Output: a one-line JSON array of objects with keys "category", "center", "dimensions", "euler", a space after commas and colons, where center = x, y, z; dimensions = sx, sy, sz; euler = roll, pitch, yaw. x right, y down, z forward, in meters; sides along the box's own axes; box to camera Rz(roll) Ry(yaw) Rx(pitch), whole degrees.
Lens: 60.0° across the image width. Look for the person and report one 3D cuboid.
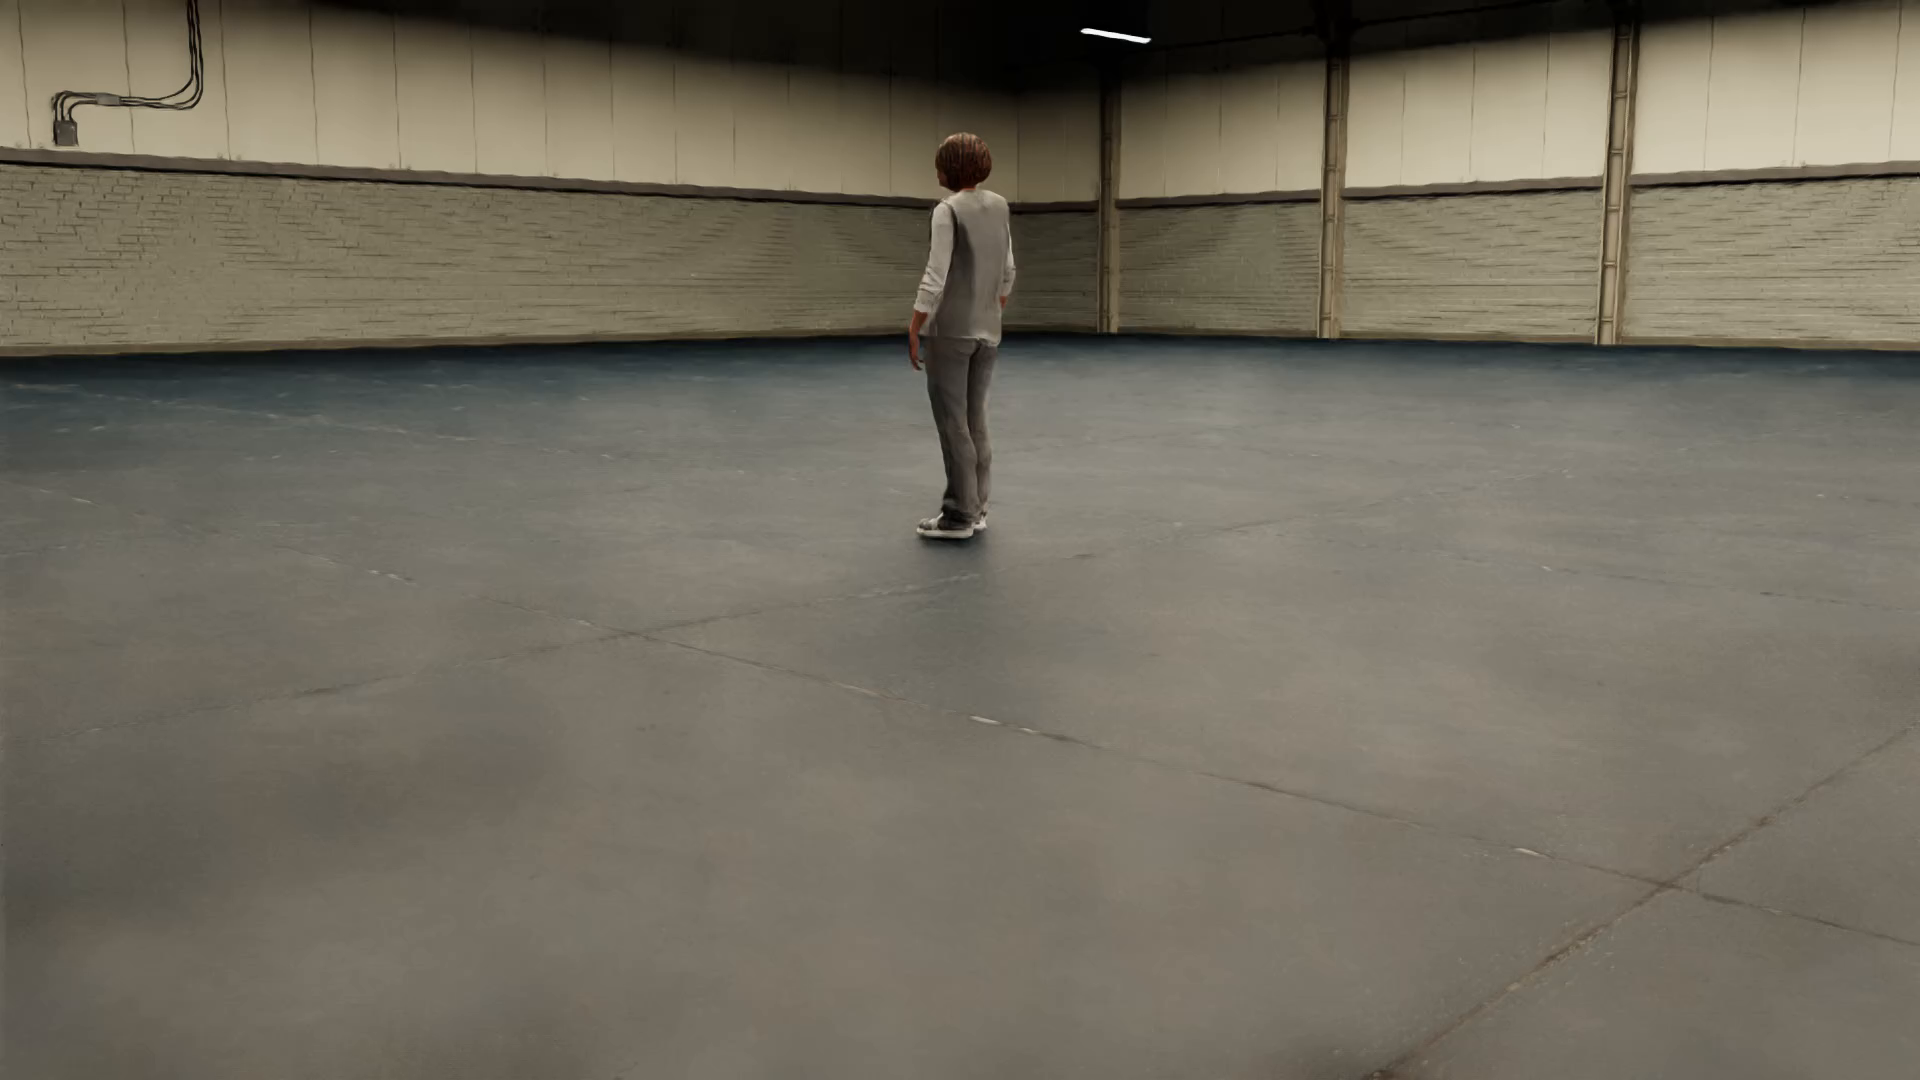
[{"category": "person", "center": [-0.044, -0.806, 6.658], "dimensions": [0.474, 1.597, 0.521], "euler": [8, 12, 43]}]
